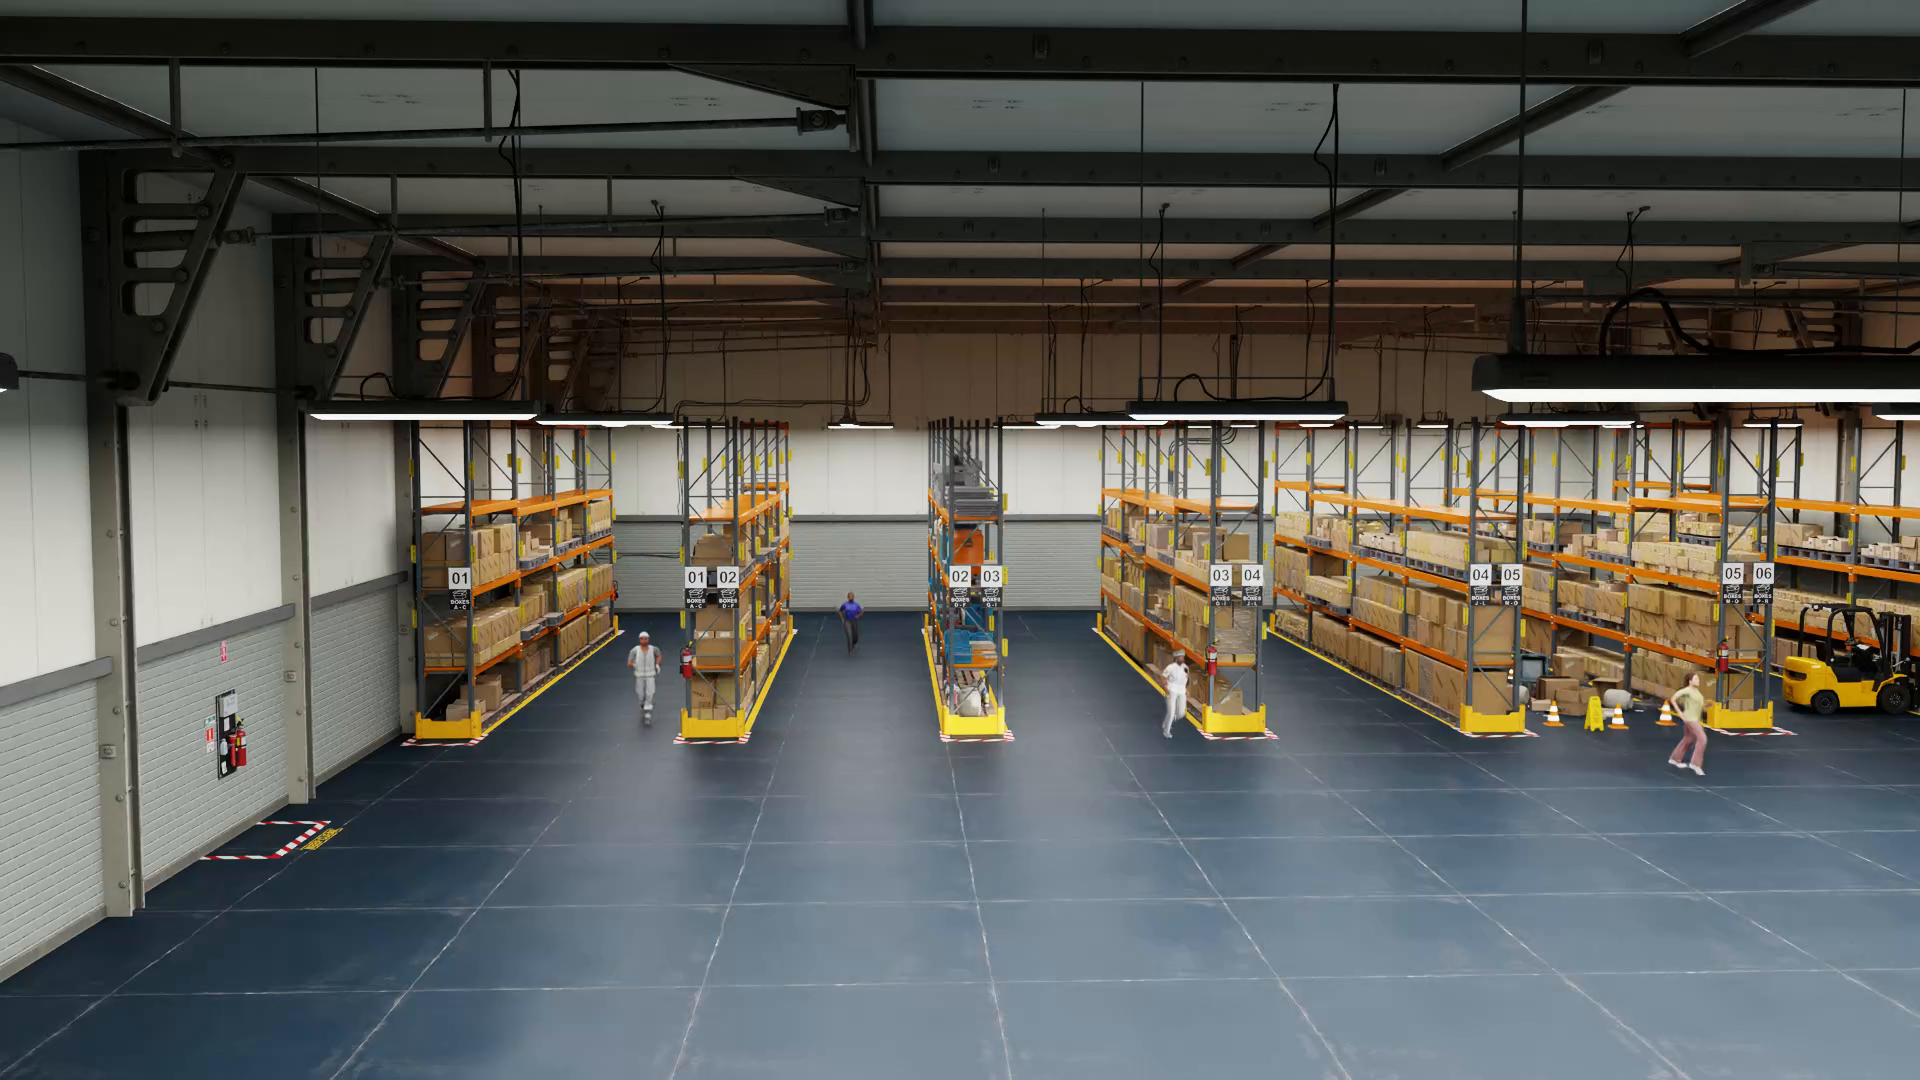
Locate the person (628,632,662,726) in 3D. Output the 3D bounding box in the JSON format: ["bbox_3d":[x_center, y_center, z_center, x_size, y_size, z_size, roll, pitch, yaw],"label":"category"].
[{"bbox_3d":[-6.168,2.684,32.533,0.656,1.786,0.987,-1,4,-10],"label":"person"}]

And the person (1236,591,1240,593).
[{"bbox_3d":[7.765,1.752,47.746,0.598,1.738,0.745,-3,5,-41],"label":"person"}]

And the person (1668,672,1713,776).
[{"bbox_3d":[12.250,3.067,27.878,0.730,1.721,0.545,4,5,43],"label":"person"}]

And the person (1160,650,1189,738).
[{"bbox_3d":[4.074,2.877,31.303,0.630,1.644,0.499,-1,4,-21],"label":"person"}]

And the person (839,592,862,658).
[{"bbox_3d":[-2.784,2.151,42.370,0.588,1.610,0.815,-1,4,-14],"label":"person"}]
